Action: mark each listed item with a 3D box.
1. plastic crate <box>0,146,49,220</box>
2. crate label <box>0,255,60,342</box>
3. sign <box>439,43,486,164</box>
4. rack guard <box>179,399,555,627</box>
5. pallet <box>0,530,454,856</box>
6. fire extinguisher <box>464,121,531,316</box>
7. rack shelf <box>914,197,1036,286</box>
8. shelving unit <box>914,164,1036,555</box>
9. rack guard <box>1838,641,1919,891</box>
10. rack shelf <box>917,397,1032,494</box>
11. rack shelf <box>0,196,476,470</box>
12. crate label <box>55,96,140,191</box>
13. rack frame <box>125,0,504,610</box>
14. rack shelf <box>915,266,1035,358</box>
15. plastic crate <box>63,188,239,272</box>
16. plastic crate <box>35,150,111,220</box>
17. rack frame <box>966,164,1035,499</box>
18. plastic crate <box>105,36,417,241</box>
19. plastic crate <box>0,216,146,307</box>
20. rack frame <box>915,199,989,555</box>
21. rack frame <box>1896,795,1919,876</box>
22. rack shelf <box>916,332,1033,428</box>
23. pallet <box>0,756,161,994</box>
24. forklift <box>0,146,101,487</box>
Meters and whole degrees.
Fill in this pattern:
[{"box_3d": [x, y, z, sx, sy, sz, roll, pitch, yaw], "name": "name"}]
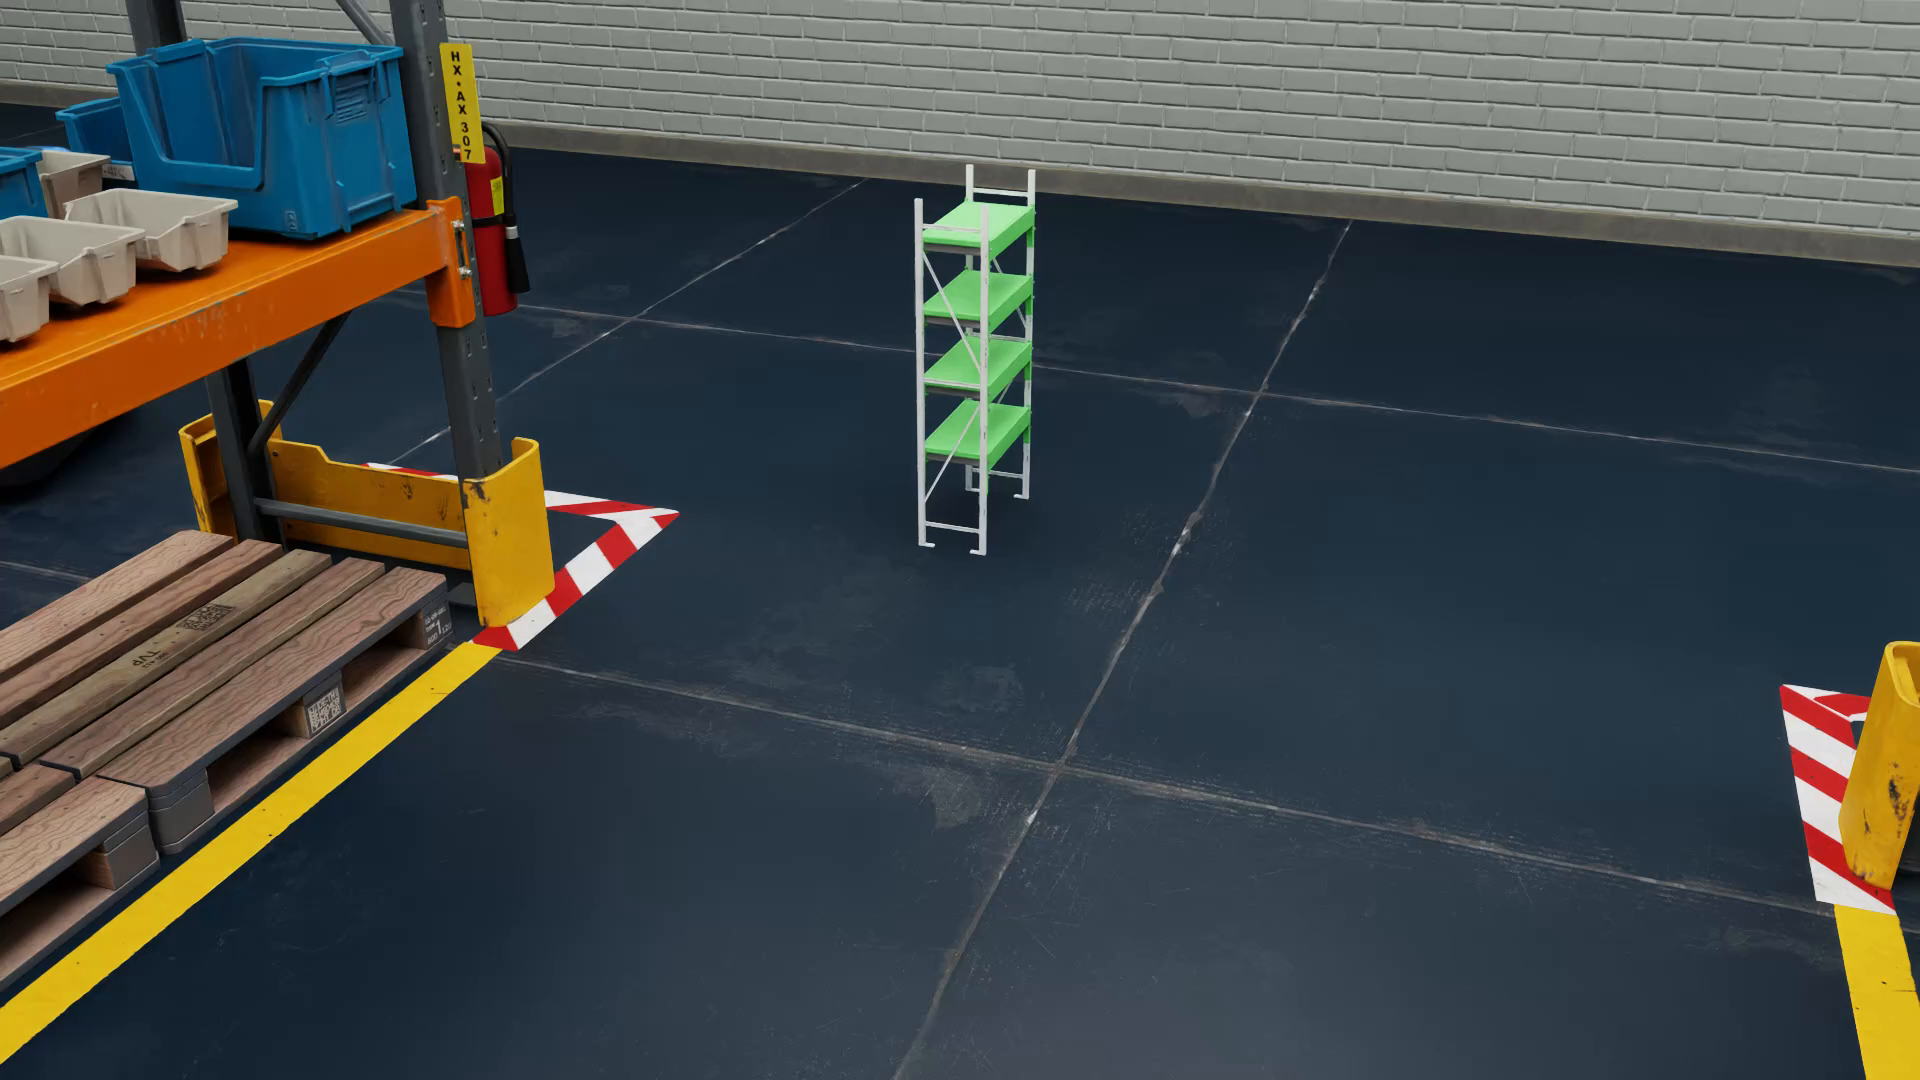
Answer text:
[{"box_3d": [-2.519, -0.840, 4.166, 0.416, 0.233, 0.300, 9, 27, 17], "name": "plastic crate"}, {"box_3d": [-2.188, -0.525, 3.625, 0.396, 0.136, 0.243, 9, 27, 17], "name": "crate label"}, {"box_3d": [-1.384, -1.213, 4.626, 0.100, 0.325, 0.005, 9, 27, 17], "name": "sign"}, {"box_3d": [-1.912, -0.099, 5.382, 1.175, 0.500, 0.348, 9, 27, 17], "name": "rack guard"}, {"box_3d": [-2.219, 0.376, 4.732, 1.003, 0.211, 1.213, 9, 27, 17], "name": "pallet"}, {"box_3d": [-1.429, -1.006, 4.903, 0.296, 0.674, 0.183, 9, 27, 17], "name": "fire extinguisher"}, {"box_3d": [0.055, -0.983, 5.448, 0.258, 0.148, 0.480, 9, 27, 17], "name": "rack shelf"}, {"box_3d": [0.055, -0.608, 5.629, 0.258, 1.200, 0.503, 9, 27, 17], "name": "shelving unit"}, {"box_3d": [2.771, 0.621, 3.894, 1.175, 0.500, 0.348, 9, 27, 17], "name": "rack guard"}, {"box_3d": [0.055, -0.335, 5.761, 0.258, 0.148, 0.480, 9, 27, 17], "name": "rack shelf"}, {"box_3d": [-2.573, -0.067, 3.272, 1.077, 0.370, 4.000, 9, 27, 17], "name": "rack shelf"}, {"box_3d": [-2.300, -1.111, 4.725, 0.416, 0.233, 0.303, 9, 27, 17], "name": "crate label"}, {"box_3d": [-1.908, -1.213, 4.813, 1.000, 3.000, 0.127, 9, 27, 17], "name": "rack frame"}, {"box_3d": [0.055, -0.767, 5.552, 0.258, 0.148, 0.480, 9, 27, 17], "name": "rack shelf"}, {"box_3d": [-2.008, -0.760, 4.111, 0.396, 0.136, 0.243, 9, 27, 17], "name": "plastic crate"}, {"box_3d": [-2.485, -0.948, 4.499, 0.250, 0.136, 0.298, 9, 27, 17], "name": "plastic crate"}, {"box_3d": [0.136, -0.708, 5.836, 0.240, 1.200, 0.015, 9, 27, 17], "name": "rack frame"}, {"box_3d": [-1.843, -1.091, 4.452, 0.616, 0.435, 0.499, 9, 27, 17], "name": "plastic crate"}, {"box_3d": [-2.118, -0.643, 3.869, 0.396, 0.136, 0.243, 9, 27, 17], "name": "plastic crate"}, {"box_3d": [-0.026, -0.508, 5.422, 0.240, 1.200, 0.015, 9, 27, 17], "name": "rack frame"}, {"box_3d": [2.763, -0.495, 3.329, 1.000, 3.000, 0.127, 9, 27, 17], "name": "rack frame"}, {"box_3d": [0.055, -0.551, 5.657, 0.258, 0.148, 0.480, 9, 27, 17], "name": "rack shelf"}, {"box_3d": [-2.626, 0.875, 3.700, 1.003, 0.211, 1.213, 9, 27, 17], "name": "pallet"}, {"box_3d": [-4.873, -1.628, 5.749, 3.031, 2.935, 1.130, -2, 26, -4], "name": "forklift"}]
